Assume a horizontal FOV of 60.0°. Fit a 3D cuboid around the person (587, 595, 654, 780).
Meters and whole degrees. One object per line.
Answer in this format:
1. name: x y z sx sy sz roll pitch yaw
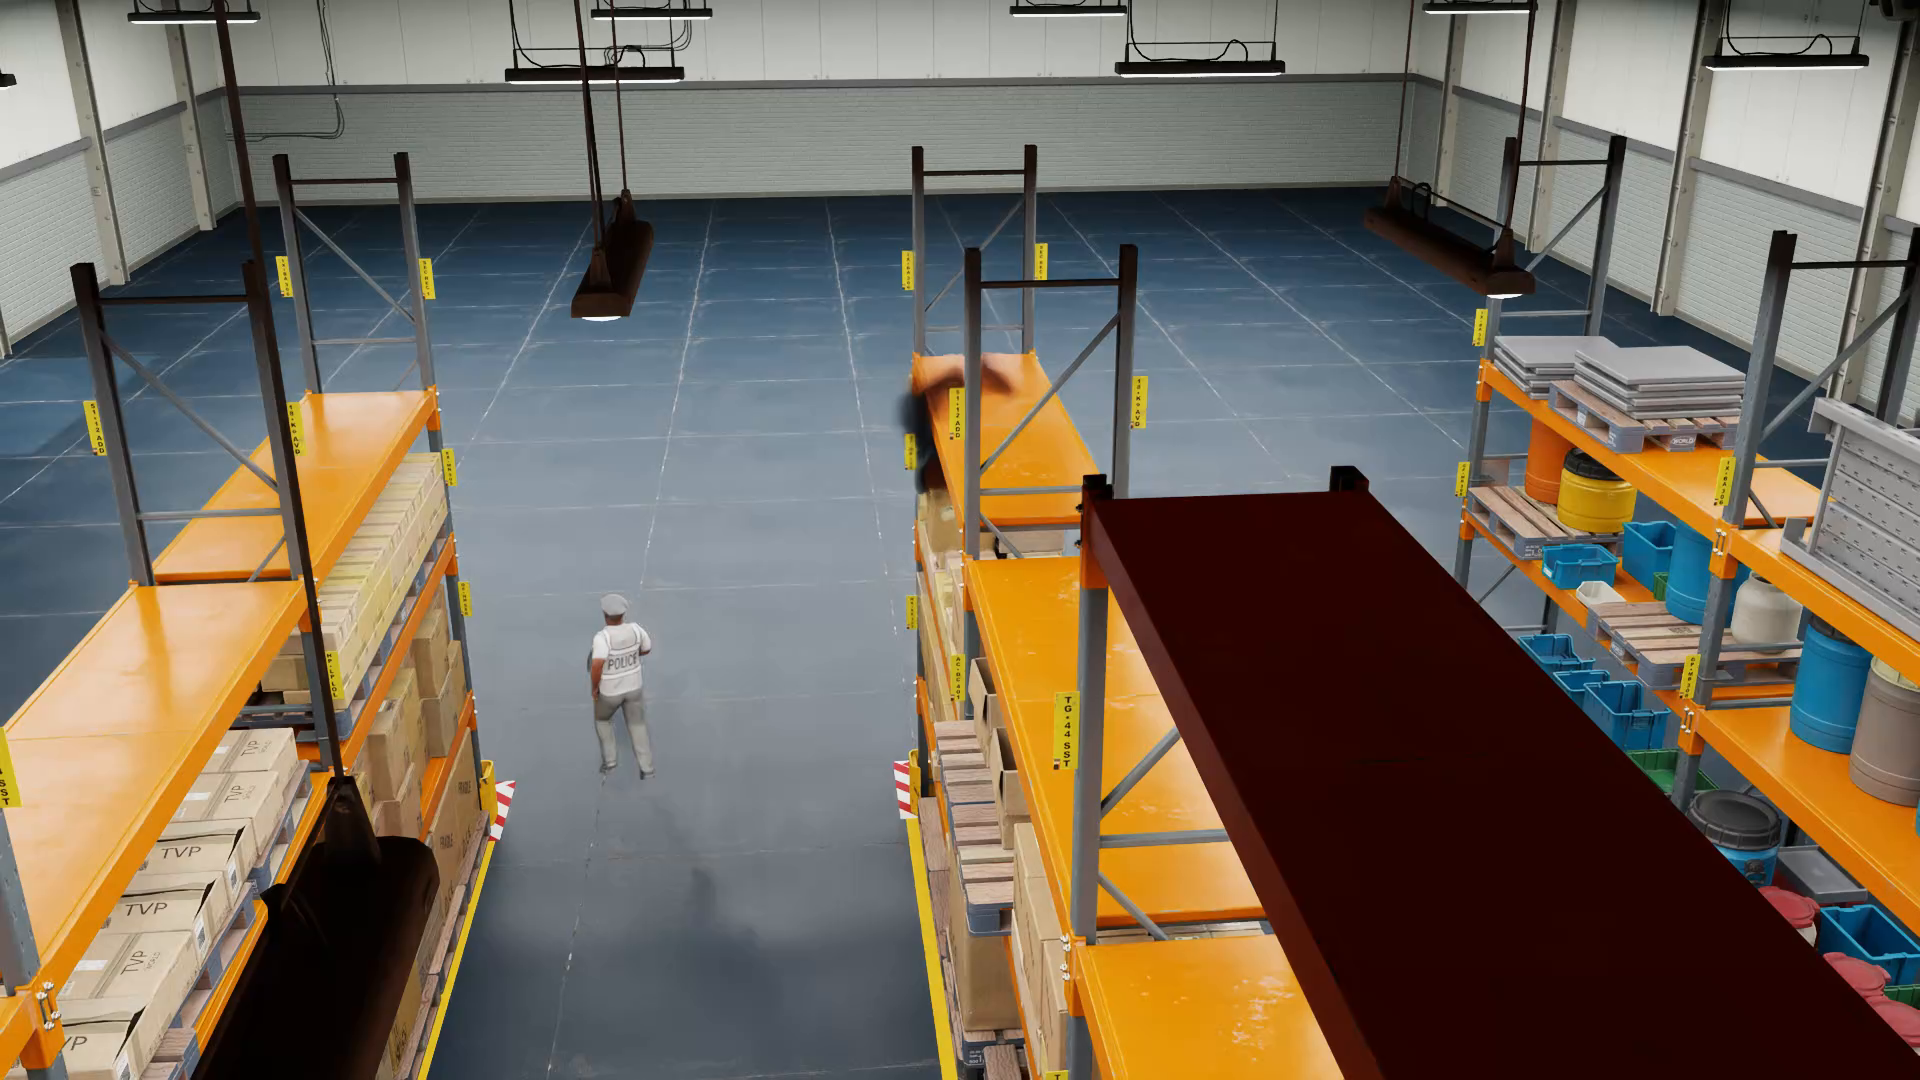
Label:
1. person: -3.073 1.380 15.096 0.678 1.857 0.811 -14 25 -31
